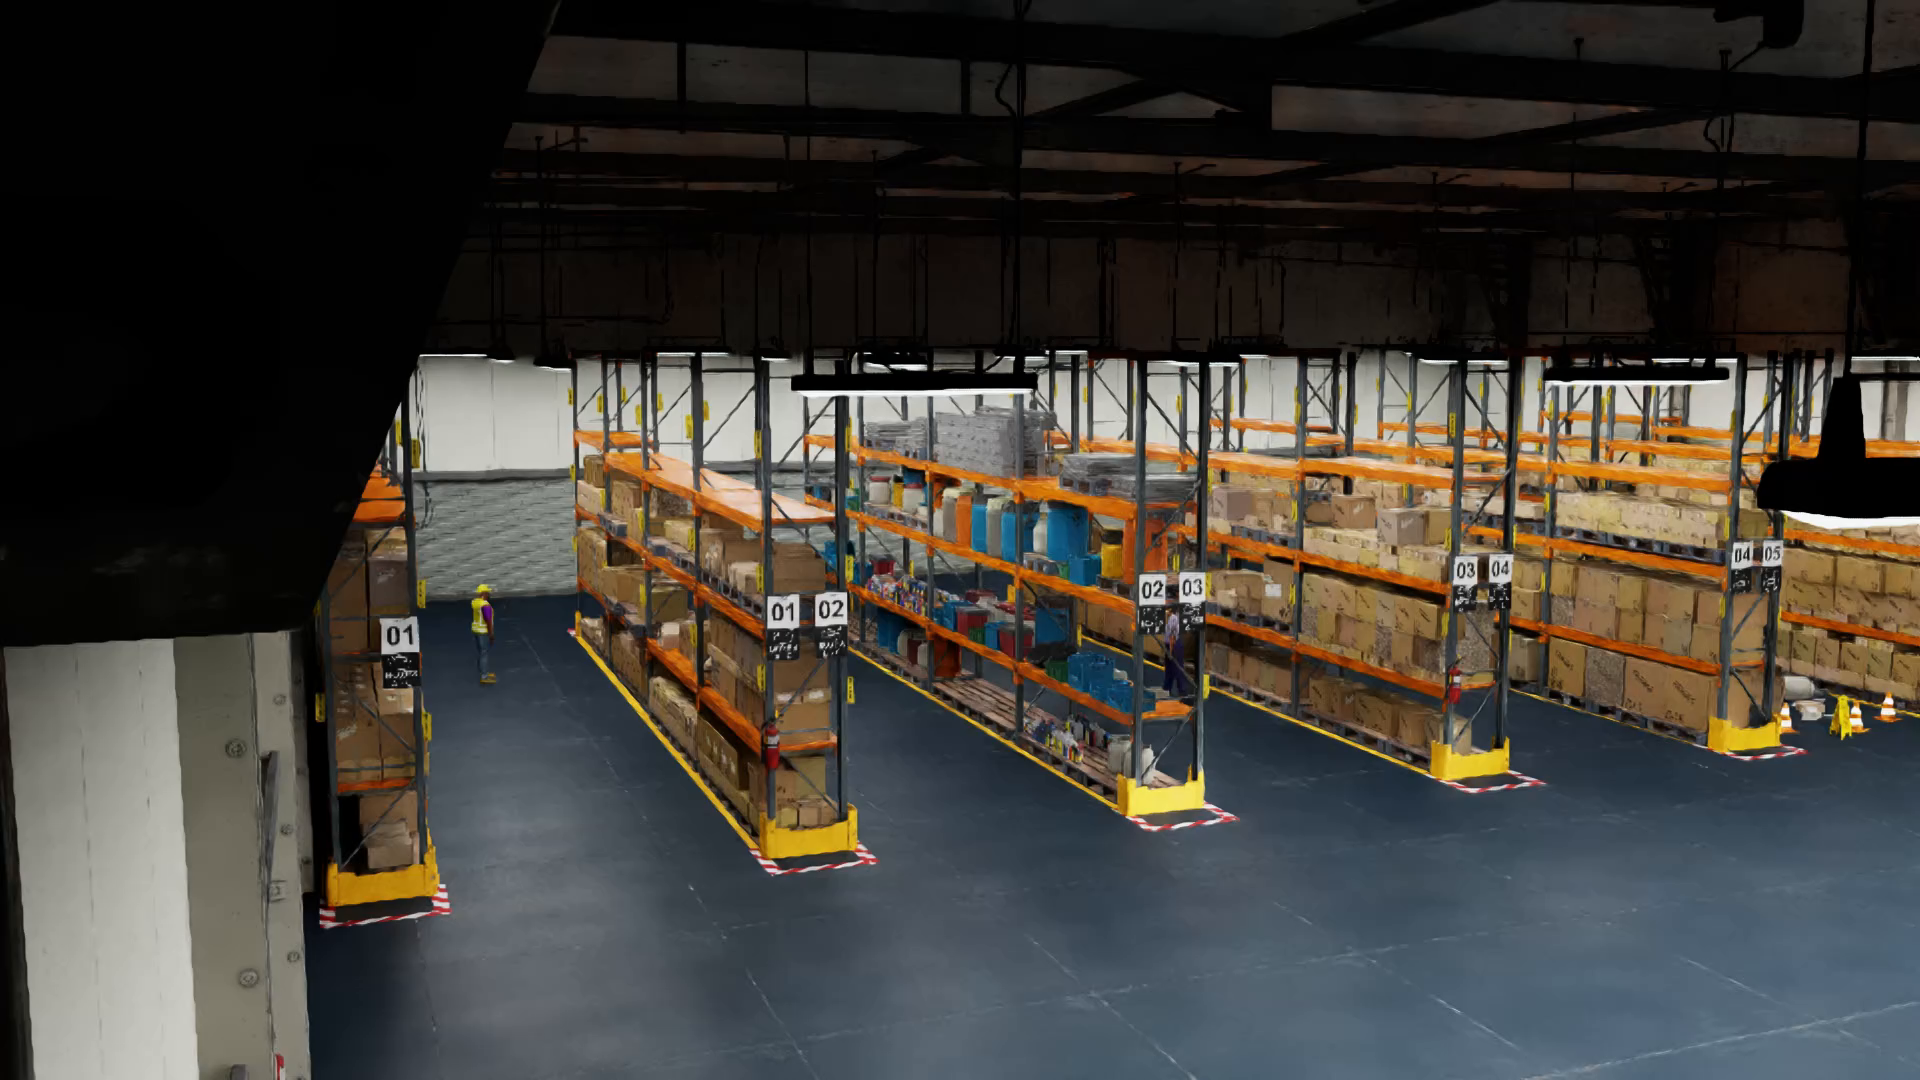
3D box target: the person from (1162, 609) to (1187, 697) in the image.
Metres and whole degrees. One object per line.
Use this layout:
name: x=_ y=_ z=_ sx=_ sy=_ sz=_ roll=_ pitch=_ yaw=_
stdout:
person: x=3.684 y=1.907 z=28.985 sx=0.561 sy=1.639 sz=0.596 roll=1 pitch=7 yaw=4

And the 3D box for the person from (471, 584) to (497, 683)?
person: x=-8.627 y=1.676 z=30.272 sx=0.464 sy=1.772 sz=0.645 roll=-6 pitch=9 yaw=-41
